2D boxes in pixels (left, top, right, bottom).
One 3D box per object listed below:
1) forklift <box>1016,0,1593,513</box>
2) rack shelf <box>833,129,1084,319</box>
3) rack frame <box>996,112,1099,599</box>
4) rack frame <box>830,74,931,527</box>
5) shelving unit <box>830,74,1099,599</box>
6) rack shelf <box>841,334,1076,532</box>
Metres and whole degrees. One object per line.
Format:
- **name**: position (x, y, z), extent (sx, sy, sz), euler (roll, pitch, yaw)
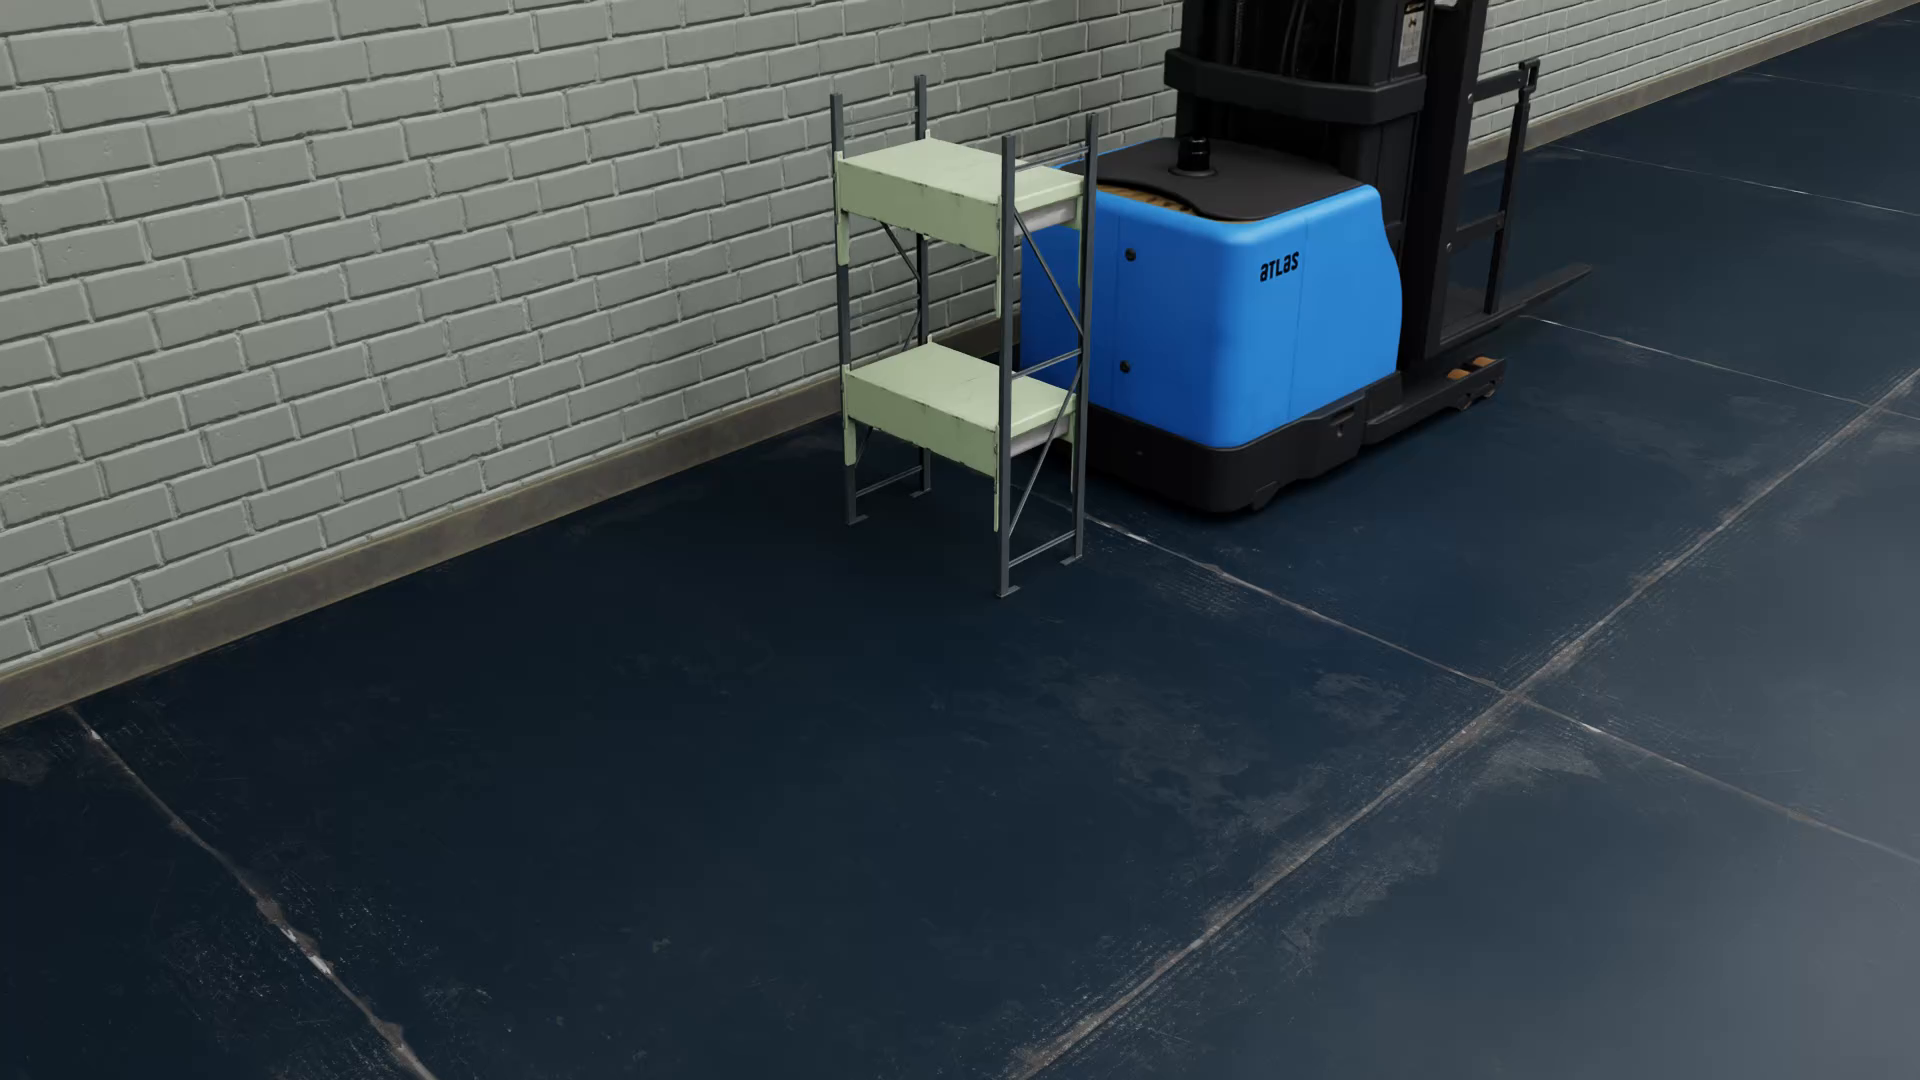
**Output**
- **forklift**: position (1.611, -1.976, 6.358), extent (3.031, 2.935, 1.130), euler (-25, 36, -38)
- **rack shelf**: position (0.005, -1.007, 5.215), extent (0.720, 0.370, 0.431), euler (25, 36, 38)
- **rack frame**: position (0.266, -0.542, 5.170), extent (0.023, 1.500, 0.400), euler (25, 36, 38)
- **rack frame**: position (-0.256, -0.781, 5.624), extent (0.023, 1.500, 0.400), euler (25, 36, 38)
- **shelving unit**: position (0.005, -0.662, 5.397), extent (0.755, 1.500, 0.431), euler (25, 36, 38)
- **rack shelf**: position (0.005, -0.373, 5.549), extent (0.720, 0.370, 0.431), euler (25, 36, 38)
